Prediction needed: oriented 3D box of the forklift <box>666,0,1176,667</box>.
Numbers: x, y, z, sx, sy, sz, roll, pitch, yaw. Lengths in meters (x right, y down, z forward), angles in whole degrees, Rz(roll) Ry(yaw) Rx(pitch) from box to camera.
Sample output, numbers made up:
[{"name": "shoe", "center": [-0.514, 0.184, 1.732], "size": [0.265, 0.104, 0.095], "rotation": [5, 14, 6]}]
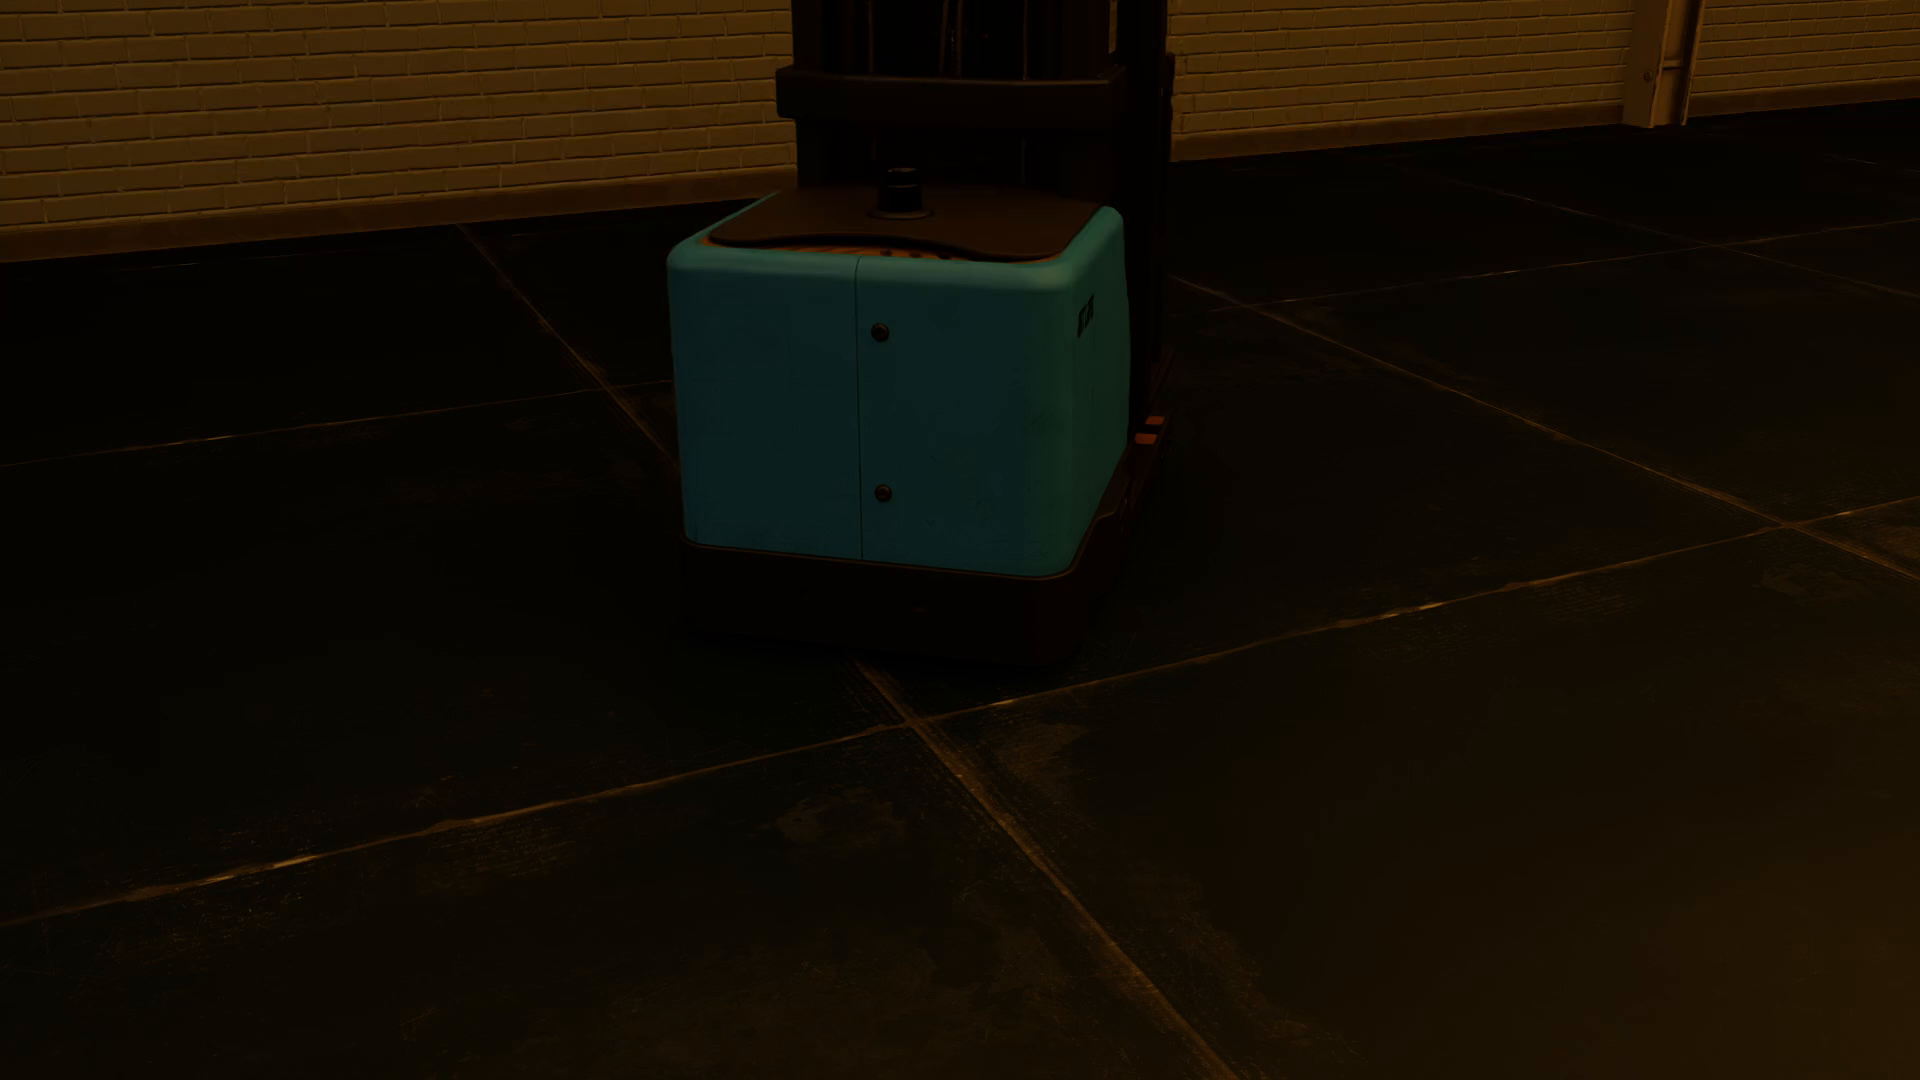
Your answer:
[{"name": "forklift", "center": [0.115, -1.573, 5.074], "size": [1.130, 2.935, 3.031], "rotation": [5, 23, 13]}]
